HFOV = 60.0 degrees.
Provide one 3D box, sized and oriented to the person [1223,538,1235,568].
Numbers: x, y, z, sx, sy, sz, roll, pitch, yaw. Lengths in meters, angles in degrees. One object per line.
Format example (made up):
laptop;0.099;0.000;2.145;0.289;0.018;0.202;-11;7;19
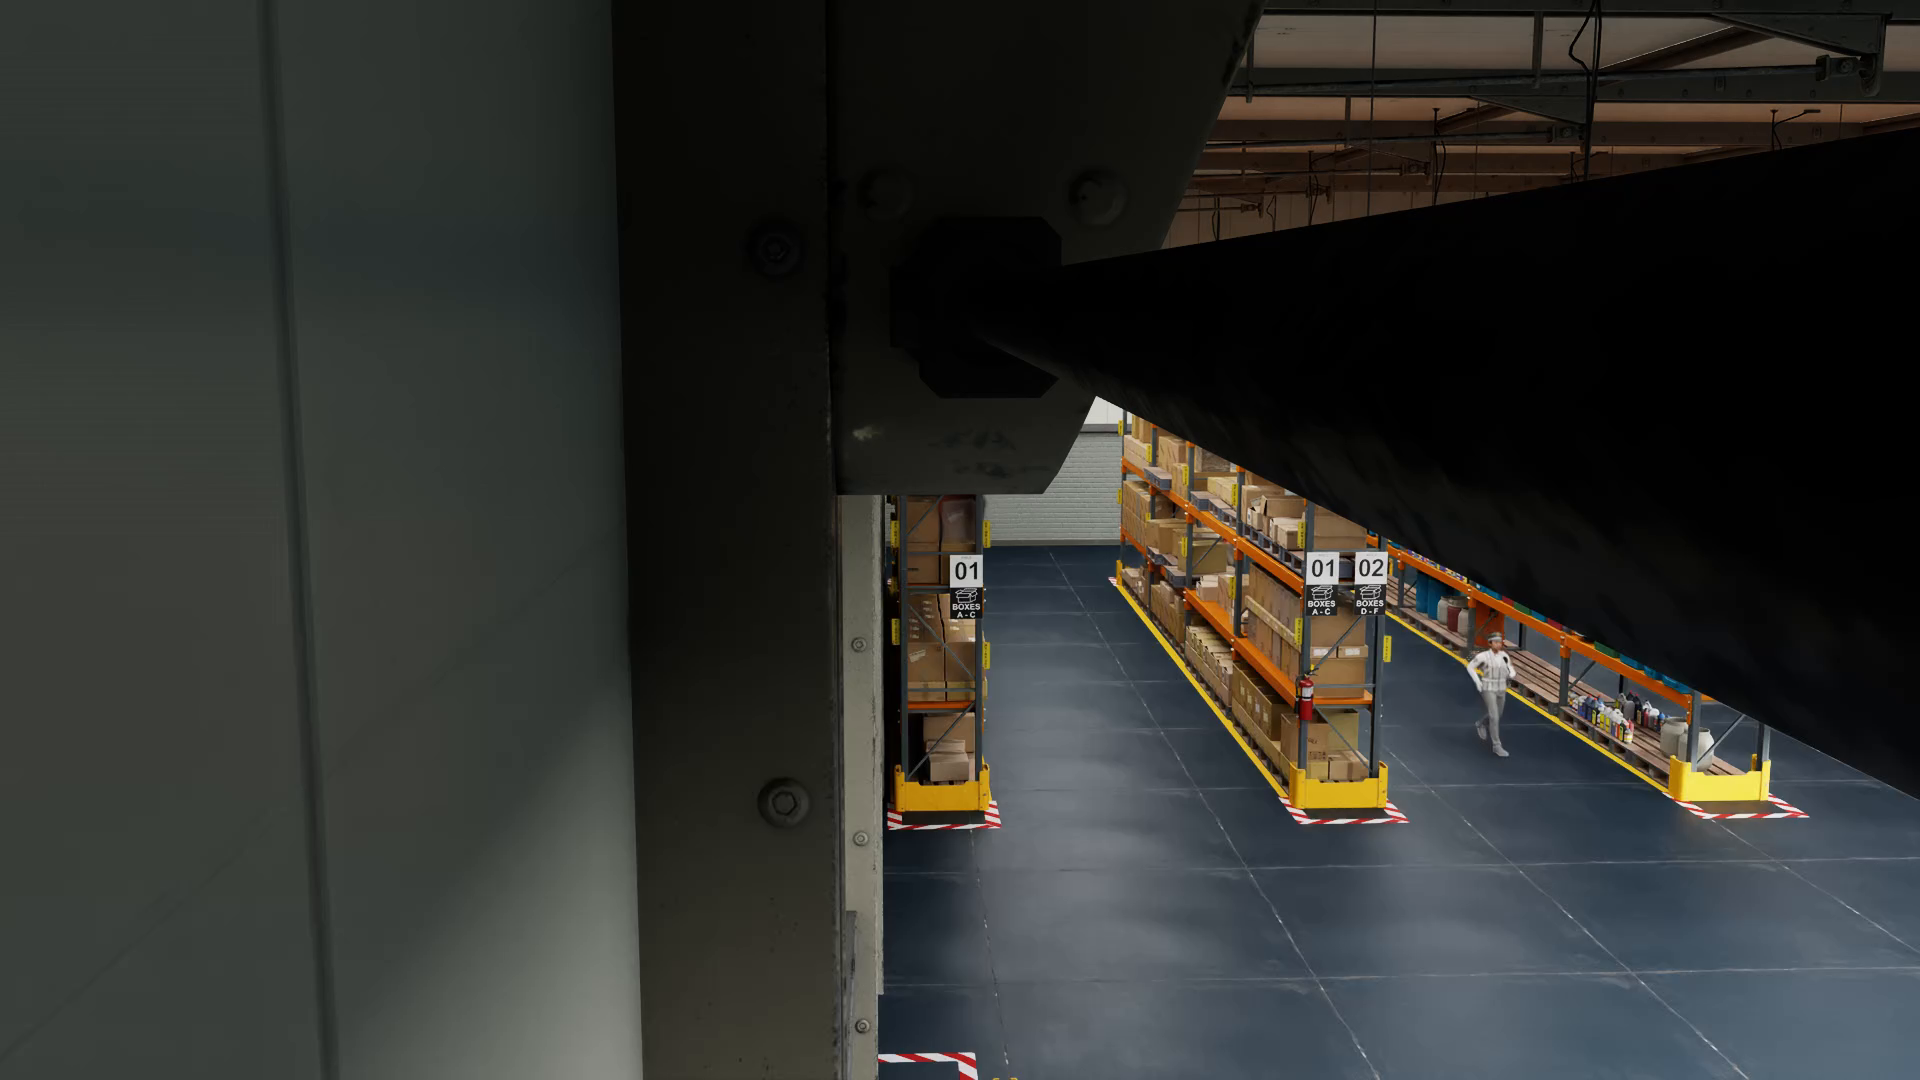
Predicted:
person;5.845;0.146;36.472;0.739;1.640;0.589;-5;10;-33

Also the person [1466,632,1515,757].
person;7.402;2.088;23.106;0.618;1.673;0.927;-2;9;-15
